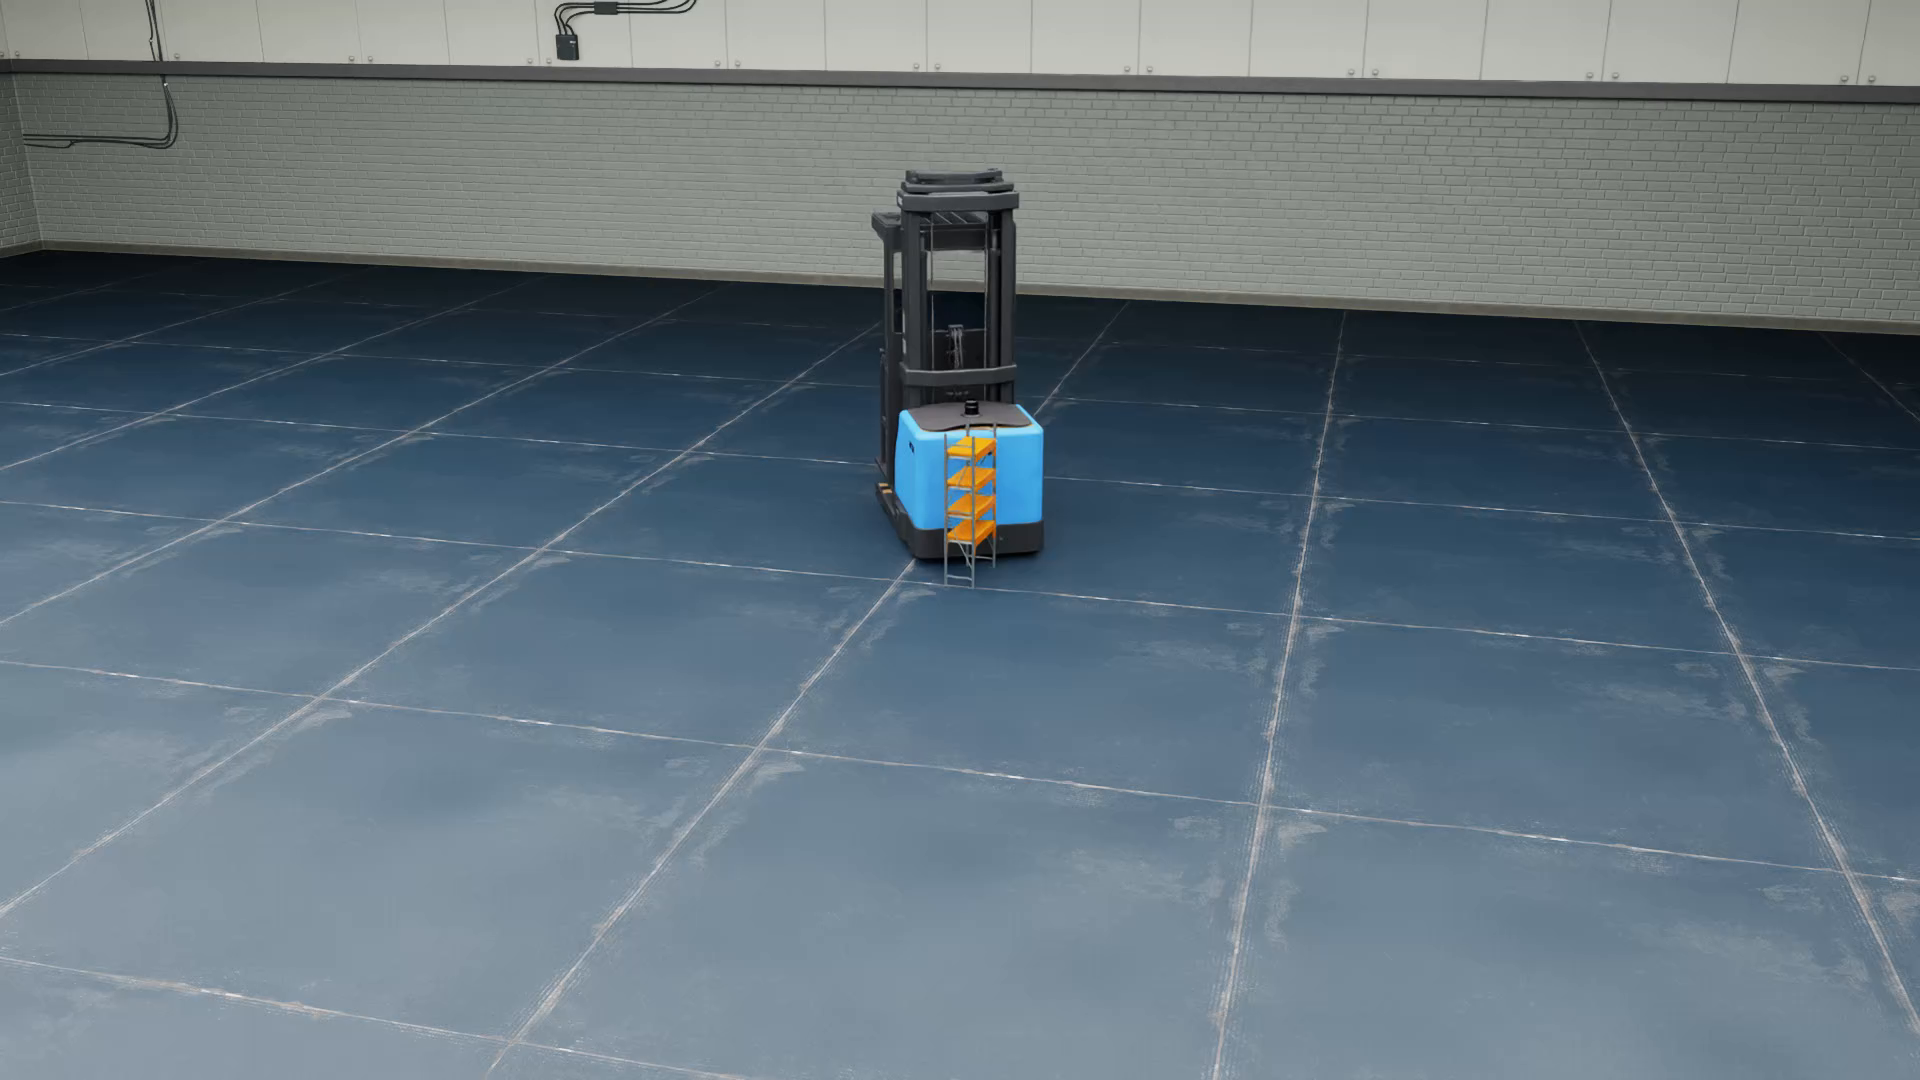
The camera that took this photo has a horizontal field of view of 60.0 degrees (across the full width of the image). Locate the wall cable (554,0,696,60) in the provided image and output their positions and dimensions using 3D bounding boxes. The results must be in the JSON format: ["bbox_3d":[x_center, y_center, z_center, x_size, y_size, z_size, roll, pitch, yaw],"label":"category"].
[{"bbox_3d":[-4.846,-9.887,23.451,2.305,6.003,0.169,5,19,13],"label":"wall cable"}]

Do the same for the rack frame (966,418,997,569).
[{"bbox_3d":[0.164,-0.353,12.866,0.240,1.200,0.015,7,20,19],"label":"rack frame"}]

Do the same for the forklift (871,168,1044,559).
[{"bbox_3d":[-0.132,-1.680,14.071,1.130,2.935,3.031,-4,19,-11],"label":"forklift"}]

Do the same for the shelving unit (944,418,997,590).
[{"bbox_3d":[0.080,-0.279,12.649,0.258,1.200,0.503,7,20,19],"label":"shelving unit"}]

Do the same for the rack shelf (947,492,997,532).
[{"bbox_3d":[0.080,-0.216,12.670,0.258,0.148,0.480,7,20,19],"label":"rack shelf"}]

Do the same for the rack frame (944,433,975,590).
[{"bbox_3d":[-0.003,-0.205,12.432,0.240,1.200,0.015,7,20,19],"label":"rack frame"}]

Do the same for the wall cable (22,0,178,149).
[{"bbox_3d":[-14.048,-7.563,26.712,3.097,2.526,0.112,5,19,13],"label":"wall cable"}]

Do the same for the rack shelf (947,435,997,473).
[{"bbox_3d":[0.080,-0.651,12.522,0.258,0.148,0.480,7,20,19],"label":"rack shelf"}]

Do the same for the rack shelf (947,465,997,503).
[{"bbox_3d":[0.080,-0.427,12.598,0.258,0.148,0.480,7,20,19],"label":"rack shelf"}]

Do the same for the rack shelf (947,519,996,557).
[{"bbox_3d":[0.080,-0.028,12.735,0.258,0.148,0.480,7,20,19],"label":"rack shelf"}]
